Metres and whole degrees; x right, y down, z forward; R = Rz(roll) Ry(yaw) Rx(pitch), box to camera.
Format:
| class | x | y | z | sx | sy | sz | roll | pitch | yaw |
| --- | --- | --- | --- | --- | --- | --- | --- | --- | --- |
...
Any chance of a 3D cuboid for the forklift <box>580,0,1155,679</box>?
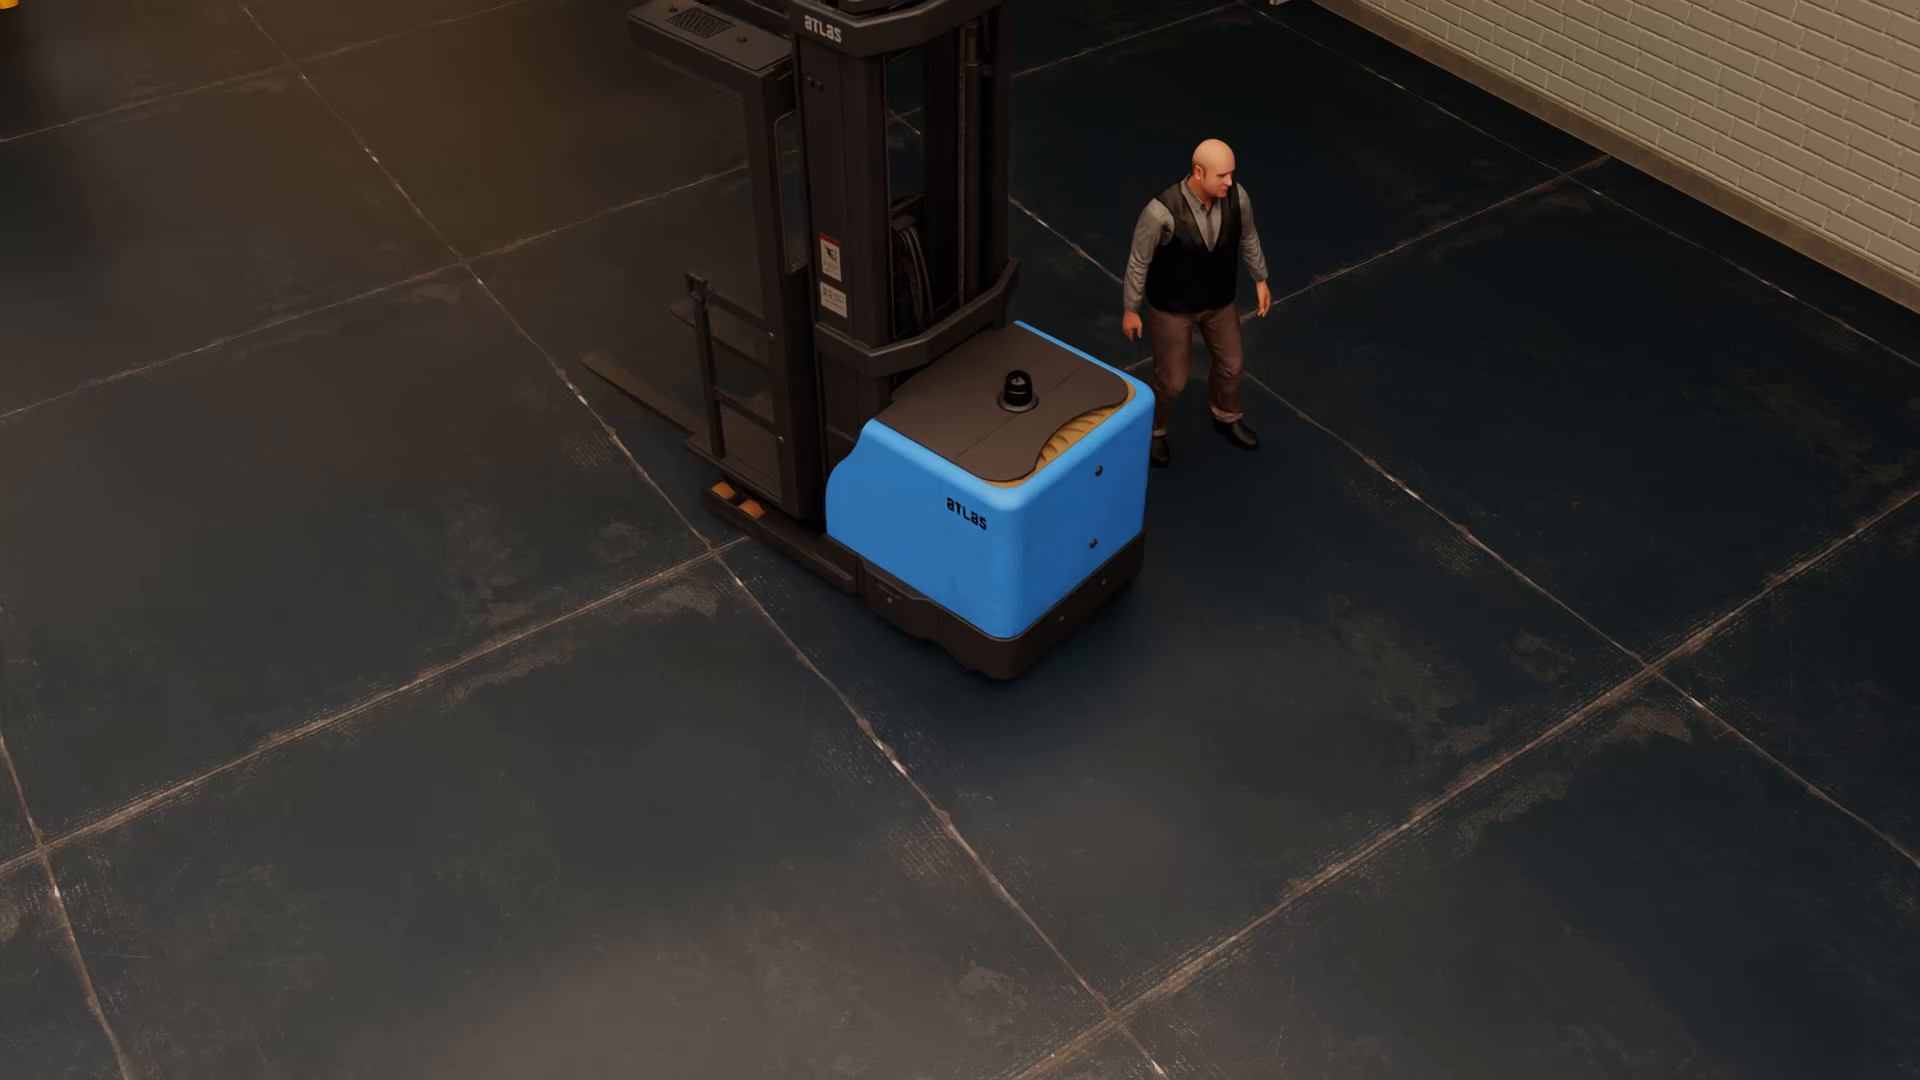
| class | x | y | z | sx | sy | sz | roll | pitch | yaw |
| --- | --- | --- | --- | --- | --- | --- | --- | --- | --- |
| forklift | -0.601 | -1.340 | 7.170 | 3.031 | 2.935 | 1.130 | 31 | 51 | 29 |

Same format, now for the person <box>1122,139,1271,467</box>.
| class | x | y | z | sx | sy | sz | roll | pitch | yaw |
| --- | --- | --- | --- | --- | --- | --- | --- | --- | --- |
| person | 1.113 | -1.117 | 7.832 | 0.728 | 1.705 | 0.421 | -16 | 45 | -17 |
